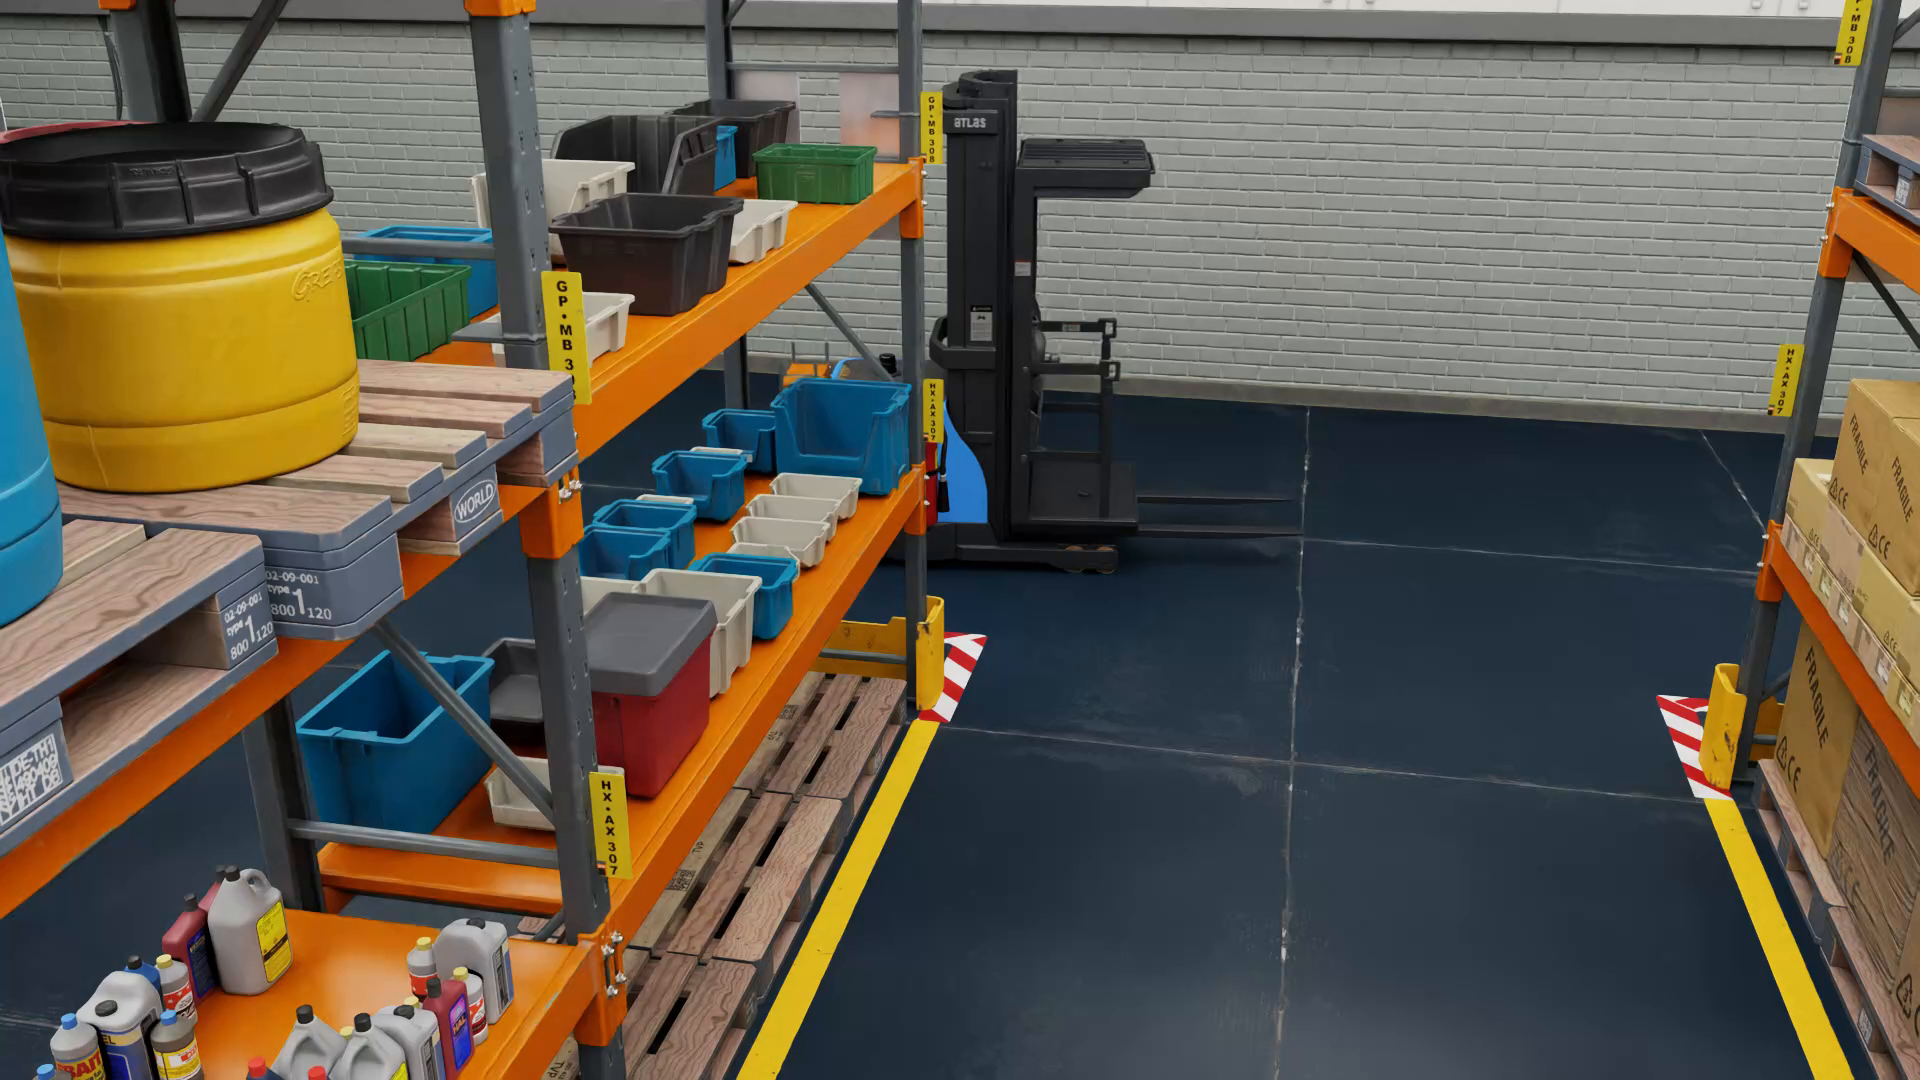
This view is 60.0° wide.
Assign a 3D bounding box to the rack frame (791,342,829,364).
[{"bbox_3d":[-0.979,-0.733,11.068,0.240,1.200,0.015,1,22,4],"label":"rack frame"}]

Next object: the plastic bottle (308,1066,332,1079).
[{"bbox_3d":[-1.394,1.317,3.633,0.144,0.351,0.185,4,22,11],"label":"plastic bottle"}]

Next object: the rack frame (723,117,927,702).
[{"bbox_3d":[-0.673,-0.597,8.321,1.000,3.000,0.127,4,22,11],"label":"rack frame"}]

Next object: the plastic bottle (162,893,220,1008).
[{"bbox_3d":[-2.009,1.070,4.337,0.061,0.283,0.133,4,22,11],"label":"plastic bottle"}]

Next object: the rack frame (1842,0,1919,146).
[{"bbox_3d":[4.176,-3.002,6.263,1.000,3.000,0.127,4,22,11],"label":"rack frame"}]

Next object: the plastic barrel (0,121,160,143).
[{"bbox_3d":[-1.842,-0.610,3.594,0.433,0.535,0.433,0,22,0],"label":"plastic barrel"}]

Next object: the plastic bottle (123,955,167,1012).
[{"bbox_3d":[-2.034,1.155,4.143,0.097,0.271,0.097,0,22,0],"label":"plastic bottle"}]

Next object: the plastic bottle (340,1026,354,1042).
[{"bbox_3d":[-1.454,1.258,3.982,0.097,0.201,0.097,0,22,0],"label":"plastic bottle"}]

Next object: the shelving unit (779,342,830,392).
[{"bbox_3d":[-0.995,-0.643,10.842,0.258,1.200,0.503,1,22,4],"label":"shelving unit"}]

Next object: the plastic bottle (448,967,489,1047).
[{"bbox_3d":[-1.250,1.171,4.196,0.097,0.201,0.097,0,22,0],"label":"plastic bottle"}]

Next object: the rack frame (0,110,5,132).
[{"bbox_3d":[-5.521,-0.976,9.262,1.000,3.000,0.127,4,22,11],"label":"rack frame"}]

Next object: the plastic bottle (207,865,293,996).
[{"bbox_3d":[-1.886,1.007,4.403,0.144,0.351,0.185,4,22,11],"label":"plastic bottle"}]

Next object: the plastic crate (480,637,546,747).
[{"bbox_3d":[-1.524,0.536,5.796,0.437,0.125,0.590,4,22,11],"label":"plastic crate"}]

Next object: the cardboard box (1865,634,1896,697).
[{"bbox_3d":[3.520,0.472,6.002,0.380,0.149,0.250,4,22,10],"label":"cardboard box"}]

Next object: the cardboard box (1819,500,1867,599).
[{"bbox_3d":[3.714,0.058,6.498,0.500,0.250,0.500,4,22,10],"label":"cardboard box"}]

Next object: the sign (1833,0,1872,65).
[{"bbox_3d":[3.634,-2.098,6.755,0.100,0.325,0.005,4,22,11],"label":"sign"}]

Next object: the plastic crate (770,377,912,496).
[{"bbox_3d":[-0.558,-0.505,7.964,0.616,0.435,0.499,4,22,11],"label":"plastic crate"}]

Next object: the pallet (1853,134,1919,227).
[{"bbox_3d":[4.035,-1.298,6.164,1.003,0.211,1.213,4,22,11],"label":"pallet"}]

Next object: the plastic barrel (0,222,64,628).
[{"bbox_3d":[-1.688,-0.317,2.377,0.600,0.901,0.708,4,22,11],"label":"plastic barrel"}]

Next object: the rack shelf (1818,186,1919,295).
[{"bbox_3d":[3.768,-0.546,5.141,1.077,0.370,4.000,4,22,11],"label":"rack shelf"}]

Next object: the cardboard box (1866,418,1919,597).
[{"bbox_3d":[3.612,-0.108,5.905,0.500,0.500,0.500,4,22,9],"label":"cardboard box"}]

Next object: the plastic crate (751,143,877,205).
[{"bbox_3d":[-0.595,-1.508,6.850,0.450,0.188,0.336,4,22,11],"label":"plastic crate"}]

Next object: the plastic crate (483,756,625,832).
[{"bbox_3d":[-1.254,0.801,5.122,0.396,0.136,0.243,4,22,11],"label":"plastic crate"}]

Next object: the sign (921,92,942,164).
[{"bbox_3d":[-0.131,-1.904,7.691,0.100,0.325,0.005,4,22,11],"label":"sign"}]

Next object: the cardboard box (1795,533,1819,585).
[{"bbox_3d":[3.729,0.096,6.937,0.380,0.149,0.250,4,22,10],"label":"cardboard box"}]

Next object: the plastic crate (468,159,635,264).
[{"bbox_3d":[-1.427,-1.146,5.829,0.437,0.282,0.530,4,22,11],"label":"plastic crate"}]

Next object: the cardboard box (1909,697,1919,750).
[{"bbox_3d":[3.416,0.660,5.535,0.380,0.149,0.250,5,22,12],"label":"cardboard box"}]

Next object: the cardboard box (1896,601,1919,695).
[{"bbox_3d":[3.507,0.432,5.567,0.500,0.250,0.500,4,22,10],"label":"cardboard box"}]

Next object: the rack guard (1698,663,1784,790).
[{"bbox_3d":[4.181,0.931,7.872,1.175,0.500,0.348,4,22,11],"label":"rack guard"}]

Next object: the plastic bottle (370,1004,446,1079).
[{"bbox_3d":[-1.328,1.226,3.961,0.152,0.276,0.135,4,22,11],"label":"plastic bottle"}]

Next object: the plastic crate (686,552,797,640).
[{"bbox_3d":[-0.841,0.223,6.428,0.416,0.233,0.300,4,22,11],"label":"plastic crate"}]

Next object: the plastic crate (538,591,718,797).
[{"bbox_3d":[-1.061,0.501,5.429,0.402,0.464,0.583,4,22,11],"label":"plastic crate"}]

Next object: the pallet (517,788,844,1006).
[{"bbox_3d":[-1.130,1.440,6.996,1.003,0.211,1.213,4,22,11],"label":"pallet"}]

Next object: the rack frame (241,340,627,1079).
[{"bbox_3d":[-1.489,0.866,4.689,1.000,3.000,0.127,4,22,11],"label":"rack frame"}]

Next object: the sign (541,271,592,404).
[{"bbox_3d":[-0.951,-0.487,4.021,0.100,0.325,0.005,4,22,11],"label":"sign"}]

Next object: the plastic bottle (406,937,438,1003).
[{"bbox_3d":[-1.379,1.124,4.313,0.097,0.201,0.097,0,22,0],"label":"plastic bottle"}]

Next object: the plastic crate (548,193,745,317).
[{"bbox_3d":[-0.967,-0.898,5.229,0.497,0.269,0.590,4,22,11],"label":"plastic crate"}]

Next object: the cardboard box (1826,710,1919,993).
[{"bbox_3d":[3.938,1.144,6.279,0.875,0.875,0.875,4,22,11],"label":"cardboard box"}]

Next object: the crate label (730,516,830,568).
[{"bbox_3d":[-0.768,0.018,7.066,0.396,0.136,0.243,4,22,11],"label":"crate label"}]

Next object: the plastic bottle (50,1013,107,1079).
[{"bbox_3d":[-2.082,1.240,3.932,0.097,0.271,0.097,0,22,0],"label":"plastic bottle"}]

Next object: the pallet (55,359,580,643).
[{"bbox_3d":[-1.553,-0.144,3.433,1.213,0.211,1.003,4,22,11],"label":"pallet"}]

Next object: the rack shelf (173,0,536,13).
[{"bbox_3d":[-1.081,-2.129,5.593,1.077,0.370,4.000,4,22,11],"label":"rack shelf"}]

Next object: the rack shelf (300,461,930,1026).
[{"bbox_3d":[-1.081,0.468,6.639,1.077,0.370,4.000,4,22,11],"label":"rack shelf"}]

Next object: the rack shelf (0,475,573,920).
[{"bbox_3d":[-1.897,0.540,2.446,1.077,0.370,4.000,4,22,11],"label":"rack shelf"}]

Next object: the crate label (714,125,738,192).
[{"bbox_3d":[-1.177,-1.607,7.012,0.408,0.251,0.502,4,22,11],"label":"crate label"}]

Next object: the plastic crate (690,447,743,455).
[{"bbox_3d":[-1.192,-0.326,7.921,0.250,0.136,0.298,4,22,11],"label":"plastic crate"}]

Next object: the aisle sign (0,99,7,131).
[{"bbox_3d":[-5.207,-2.184,8.780,0.394,0.787,0.004,4,22,11],"label":"aisle sign"}]

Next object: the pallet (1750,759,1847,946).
[{"bbox_3d":[4.089,1.372,7.164,1.003,0.211,1.213,4,22,11],"label":"pallet"}]

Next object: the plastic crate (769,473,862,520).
[{"bbox_3d":[-0.662,-0.191,7.584,0.396,0.136,0.243,4,22,11],"label":"plastic crate"}]

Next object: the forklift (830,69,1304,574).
[{"bbox_3d":[0.656,-1.355,10.295,3.031,2.935,1.130,1,22,4],"label":"forklift"}]

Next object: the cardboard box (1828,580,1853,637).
[{"bbox_3d":[3.625,0.285,6.468,0.380,0.149,0.250,4,22,10],"label":"cardboard box"}]

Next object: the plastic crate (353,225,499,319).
[{"bbox_3d":[-1.616,-0.805,5.047,0.416,0.233,0.300,4,22,11],"label":"plastic crate"}]

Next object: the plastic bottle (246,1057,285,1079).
[{"bbox_3d":[-1.535,1.306,3.661,0.144,0.351,0.185,4,22,11],"label":"plastic bottle"}]

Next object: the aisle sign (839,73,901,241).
[{"bbox_3d":[-0.371,-1.807,7.845,0.394,0.787,0.004,4,22,11],"label":"aisle sign"}]

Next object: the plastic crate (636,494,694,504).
[{"bbox_3d":[-1.330,-0.078,7.306,0.250,0.136,0.298,4,22,11],"label":"plastic crate"}]

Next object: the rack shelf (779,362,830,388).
[{"bbox_3d":[-0.996,-1.007,10.695,0.258,0.148,0.480,1,22,4],"label":"rack shelf"}]

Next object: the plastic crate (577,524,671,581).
[{"bbox_3d":[-1.375,0.109,6.711,0.416,0.233,0.300,4,22,11],"label":"plastic crate"}]
